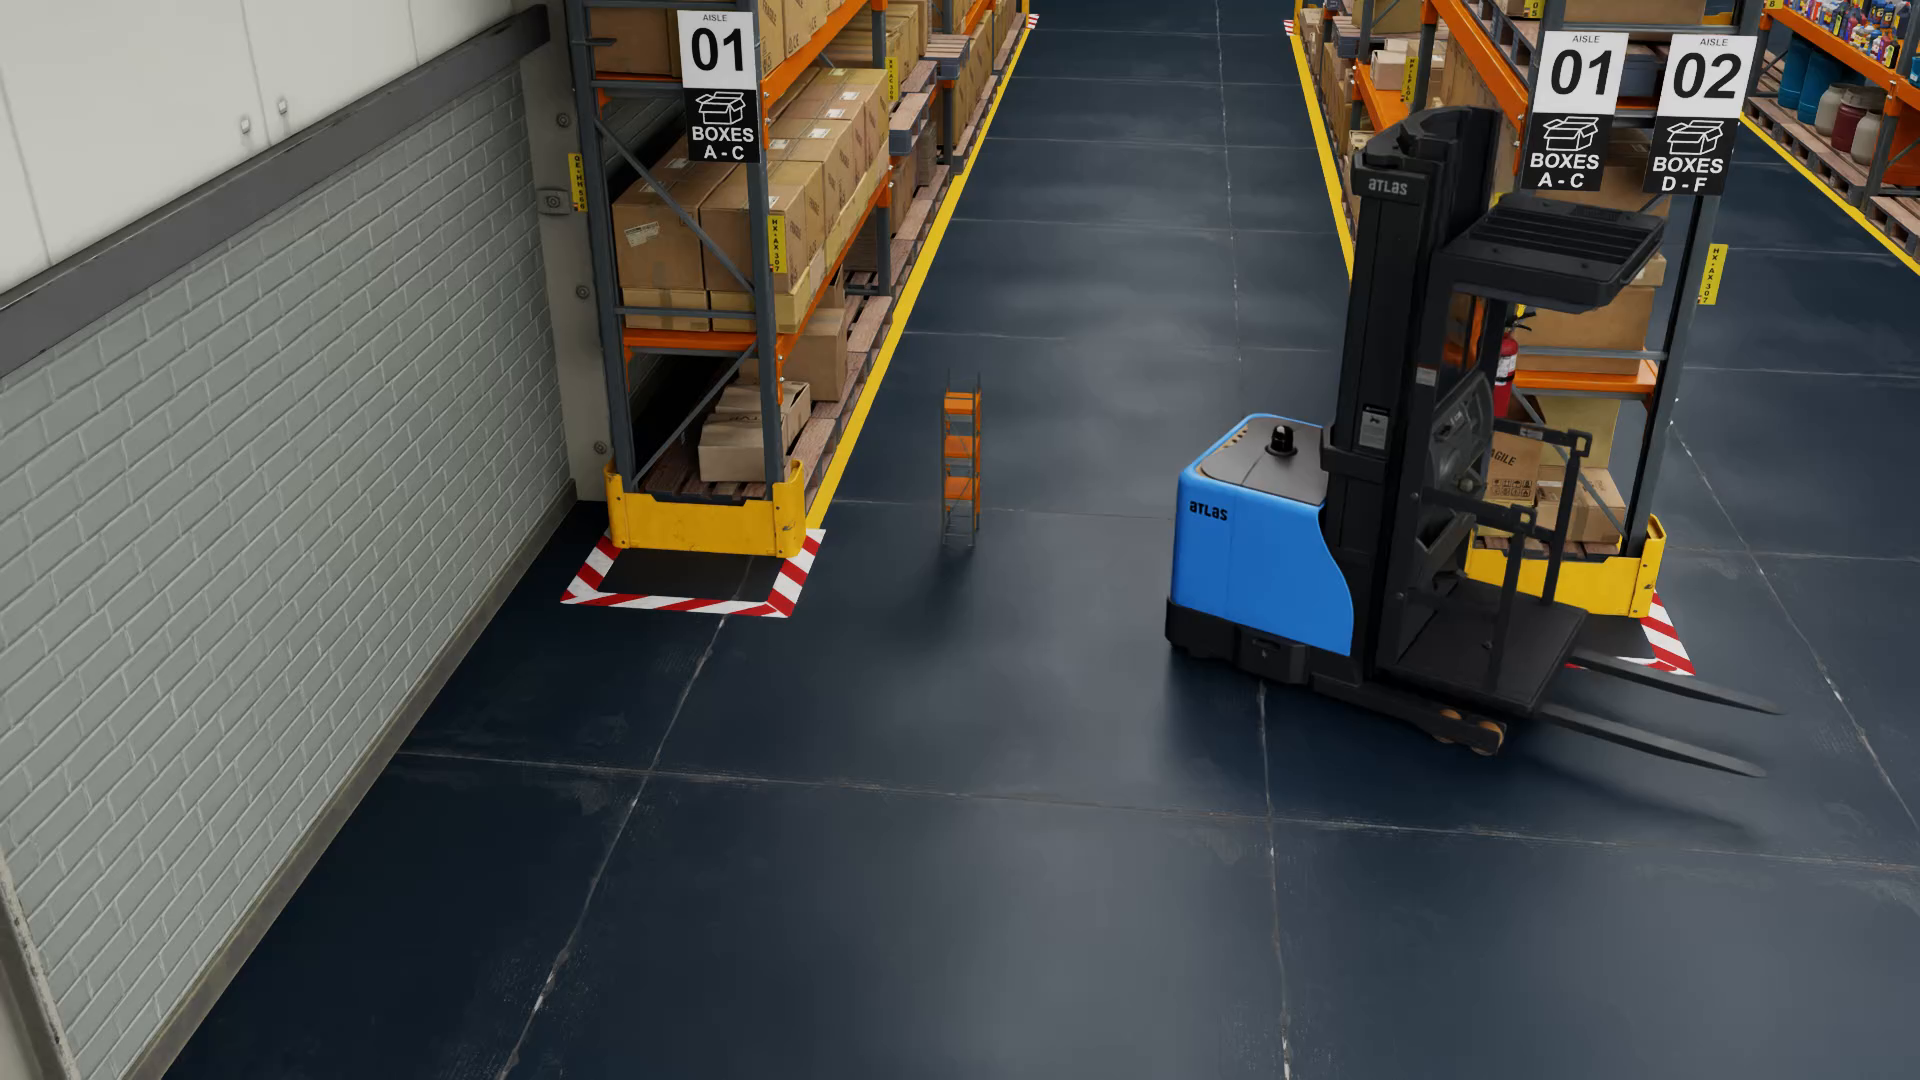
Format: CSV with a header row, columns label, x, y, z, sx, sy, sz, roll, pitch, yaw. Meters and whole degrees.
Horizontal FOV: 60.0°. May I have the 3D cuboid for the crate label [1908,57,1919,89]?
label,x,y,z,sx,sy,sz,roll,pitch,yaw
crate label,8.834,-4.228,15.111,0.303,0.233,0.416,3,28,6

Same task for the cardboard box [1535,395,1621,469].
label,x,y,z,sx,sy,sz,roll,pitch,yaw
cardboard box,3.707,-0.781,10.203,0.500,0.500,0.500,3,28,6

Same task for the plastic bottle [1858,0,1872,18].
label,x,y,z,sx,sy,sz,roll,pitch,yaw
plastic bottle,9.794,-5.809,17.921,0.144,0.351,0.185,3,28,6

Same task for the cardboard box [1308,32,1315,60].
label,x,y,z,sx,sy,sz,roll,pitch,yaw
cardboard box,4.712,-6.298,21.149,0.500,0.311,0.500,3,28,6

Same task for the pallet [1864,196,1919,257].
label,x,y,z,sx,sy,sz,roll,pitch,yaw
pallet,9.124,-2.888,15.388,1.003,0.211,1.213,3,28,6

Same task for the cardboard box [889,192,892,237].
label,x,y,z,sx,sy,sz,roll,pitch,yaw
cardboard box,-0.978,-2.858,14.563,0.700,0.500,0.500,3,28,5

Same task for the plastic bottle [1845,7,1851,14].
label,x,y,z,sx,sy,sz,roll,pitch,yaw
plastic bottle,9.123,-5.326,17.096,0.061,0.283,0.133,3,28,6

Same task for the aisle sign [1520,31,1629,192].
label,x,y,z,sx,sy,sz,roll,pitch,yaw
aisle sign,3.062,-2.132,8.304,0.394,0.787,0.004,3,28,6

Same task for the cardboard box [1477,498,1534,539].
label,x,y,z,sx,sy,sz,roll,pitch,yaw
cardboard box,3.134,-0.246,10.000,0.500,0.250,0.500,3,28,6

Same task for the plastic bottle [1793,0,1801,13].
label,x,y,z,sx,sy,sz,roll,pitch,yaw
plastic bottle,9.268,-5.938,18.240,0.152,0.276,0.135,3,28,6

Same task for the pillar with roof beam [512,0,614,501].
label,x,y,z,sx,sy,sz,roll,pitch,yaw
pillar with roof beam,1.945,-4.059,8.296,9.100,9.000,0.400,3,28,6

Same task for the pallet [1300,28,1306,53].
label,x,y,z,sx,sy,sz,roll,pitch,yaw
pallet,5.216,-6.894,22.825,1.003,0.211,1.213,3,28,6

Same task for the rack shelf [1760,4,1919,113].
label,x,y,z,sx,sy,sz,roll,pitch,yaw
rack shelf,9.502,-5.103,17.317,1.077,0.370,4.000,3,28,6

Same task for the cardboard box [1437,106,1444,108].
label,x,y,z,sx,sy,sz,roll,pitch,yaw
cardboard box,3.596,-2.981,11.831,0.380,0.149,0.250,4,29,7

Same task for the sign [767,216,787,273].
label,x,y,z,sx,sy,sz,roll,pitch,yaw
sign,-1.017,-1.638,9.214,0.100,0.325,0.005,3,28,6

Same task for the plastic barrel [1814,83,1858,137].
label,x,y,z,sx,sy,sz,roll,pitch,yaw
plastic barrel,9.419,-4.601,17.809,0.421,0.512,0.421,0,28,0

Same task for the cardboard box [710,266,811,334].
label,x,y,z,sx,sy,sz,roll,pitch,yaw
cardboard box,-1.180,-1.442,9.901,0.500,0.250,0.500,3,28,5

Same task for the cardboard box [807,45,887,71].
label,x,y,z,sx,sy,sz,roll,pitch,yaw
cardboard box,-0.969,-3.646,13.286,0.700,0.500,0.500,3,29,6

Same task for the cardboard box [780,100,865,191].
label,x,y,z,sx,sy,sz,roll,pitch,yaw
cardboard box,-0.944,-2.731,11.504,0.500,0.500,0.500,3,28,5

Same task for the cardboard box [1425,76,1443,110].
label,x,y,z,sx,sy,sz,roll,pitch,yaw
cardboard box,4.027,-3.537,13.548,0.500,0.500,0.500,5,29,10

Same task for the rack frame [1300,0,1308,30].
label,x,y,z,sx,sy,sz,roll,pitch,yaw
rack frame,5.322,-8.533,22.927,1.000,3.000,0.127,3,28,6

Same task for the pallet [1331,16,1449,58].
label,x,y,z,sx,sy,sz,roll,pitch,yaw
pallet,4.355,-5.006,16.582,1.213,0.211,1.003,3,28,6

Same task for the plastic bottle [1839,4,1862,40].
label,x,y,z,sx,sy,sz,roll,pitch,yaw
plastic bottle,9.084,-5.282,16.943,0.144,0.351,0.185,3,28,6

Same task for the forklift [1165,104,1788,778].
label,x,y,z,sx,sy,sz,roll,pitch,yaw
forklift,2.642,-0.509,8.104,3.031,2.935,1.130,17,33,28

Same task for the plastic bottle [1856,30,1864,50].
label,x,y,z,sx,sy,sz,roll,pitch,yaw
plastic bottle,9.004,-4.997,16.571,0.097,0.201,0.097,0,28,0

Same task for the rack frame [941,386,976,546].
label,x,y,z,sx,sy,sz,roll,pitch,yaw
rack frame,-0.008,-0.430,9.941,0.200,1.050,0.008,3,28,6

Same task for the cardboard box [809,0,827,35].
label,x,y,z,sx,sy,sz,roll,pitch,yaw
cardboard box,-1.105,-3.299,9.923,0.500,0.500,0.500,5,29,9

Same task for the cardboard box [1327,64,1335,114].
label,x,y,z,sx,sy,sz,roll,pitch,yaw
cardboard box,4.408,-5.043,18.621,0.500,0.500,0.500,4,29,7

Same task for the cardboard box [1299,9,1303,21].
label,x,y,z,sx,sy,sz,roll,pitch,yaw
cardboard box,4.930,-7.295,23.170,0.380,0.149,0.250,3,28,6

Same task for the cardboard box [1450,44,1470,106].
label,x,y,z,sx,sy,sz,roll,pitch,yaw
cardboard box,3.743,-3.053,11.280,0.700,0.500,0.500,3,28,6

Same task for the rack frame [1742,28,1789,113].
label,x,y,z,sx,sy,sz,roll,pitch,yaw
rack frame,9.748,-6.361,18.894,1.000,3.000,0.127,3,28,6

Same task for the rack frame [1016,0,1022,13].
label,x,y,z,sx,sy,sz,roll,pitch,yaw
rack frame,0.405,-8.819,23.458,1.000,3.000,0.127,3,28,6

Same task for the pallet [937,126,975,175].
label,x,y,z,sx,sy,sz,roll,pitch,yaw
pallet,-0.404,-4.193,17.810,1.003,0.211,1.213,3,28,6

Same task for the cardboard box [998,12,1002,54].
label,x,y,z,sx,sy,sz,roll,pitch,yaw
cardboard box,0.173,-6.603,21.537,0.700,0.500,0.500,3,28,6

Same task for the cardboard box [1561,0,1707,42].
label,x,y,z,sx,sy,sz,roll,pitch,yaw
cardboard box,3.436,-2.885,8.580,0.797,0.503,0.637,5,29,10

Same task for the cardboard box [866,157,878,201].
label,x,y,z,sx,sy,sz,roll,pitch,yaw
cardboard box,-0.892,-2.639,12.123,0.500,0.250,0.500,3,29,6

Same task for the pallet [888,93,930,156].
label,x,y,z,sx,sy,sz,roll,pitch,yaw
pallet,-0.827,-3.438,13.670,1.003,0.211,1.213,3,28,6

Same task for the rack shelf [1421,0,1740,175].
label,x,y,z,sx,sy,sz,roll,pitch,yaw
rack shelf,3.607,-2.947,10.153,1.077,0.370,4.000,3,28,6

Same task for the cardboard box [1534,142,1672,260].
label,x,y,z,sx,sy,sz,roll,pitch,yaw
cardboard box,3.438,-1.861,9.068,0.700,0.500,0.500,3,29,6

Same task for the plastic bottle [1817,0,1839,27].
label,x,y,z,sx,sy,sz,roll,pitch,yaw
plastic bottle,9.171,-5.565,17.548,0.152,0.276,0.135,3,28,6

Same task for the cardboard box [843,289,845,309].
label,x,y,z,sx,sy,sz,roll,pitch,yaw
cardboard box,-1.101,-1.863,13.070,0.380,0.166,0.250,0,28,0

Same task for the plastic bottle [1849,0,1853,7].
label,x,y,z,sx,sy,sz,roll,pitch,yaw
plastic bottle,10.020,-6.102,18.544,0.152,0.276,0.135,3,28,6

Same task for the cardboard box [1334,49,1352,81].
label,x,y,z,sx,sy,sz,roll,pitch,yaw
cardboard box,4.347,-5.153,18.034,0.500,0.250,0.500,3,28,5

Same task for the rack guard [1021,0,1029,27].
label,x,y,z,sx,sy,sz,roll,pitch,yaw
rack guard,0.408,-7.730,24.071,1.175,0.500,0.348,3,28,6

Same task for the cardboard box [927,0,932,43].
label,x,y,z,sx,sy,sz,roll,pitch,yaw
cardboard box,-0.623,-5.069,15.928,0.700,0.500,0.500,0,28,0

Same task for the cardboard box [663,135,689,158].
label,x,y,z,sx,sy,sz,roll,pitch,yaw
cardboard box,-1.578,-2.275,10.657,0.500,0.500,0.500,3,28,5

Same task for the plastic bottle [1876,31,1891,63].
label,x,y,z,sx,sy,sz,roll,pitch,yaw
plastic bottle,8.912,-4.750,16.028,0.061,0.283,0.133,3,28,6

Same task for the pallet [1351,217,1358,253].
label,x,y,z,sx,sy,sz,roll,pitch,yaw
pallet,4.050,-2.582,14.820,1.003,0.211,1.213,3,28,6

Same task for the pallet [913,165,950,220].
label,x,y,z,sx,sy,sz,roll,pitch,yaw
pallet,-0.672,-3.458,16.446,1.003,0.211,1.213,3,28,6

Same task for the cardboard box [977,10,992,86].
label,x,y,z,sx,sy,sz,roll,pitch,yaw
cardboard box,-0.036,-5.861,19.791,0.750,0.750,0.750,4,29,7

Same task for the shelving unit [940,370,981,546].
label,x,y,z,sx,sy,sz,roll,pitch,yaw
shelving unit,0.007,-0.487,10.048,0.215,1.050,0.252,3,28,6
